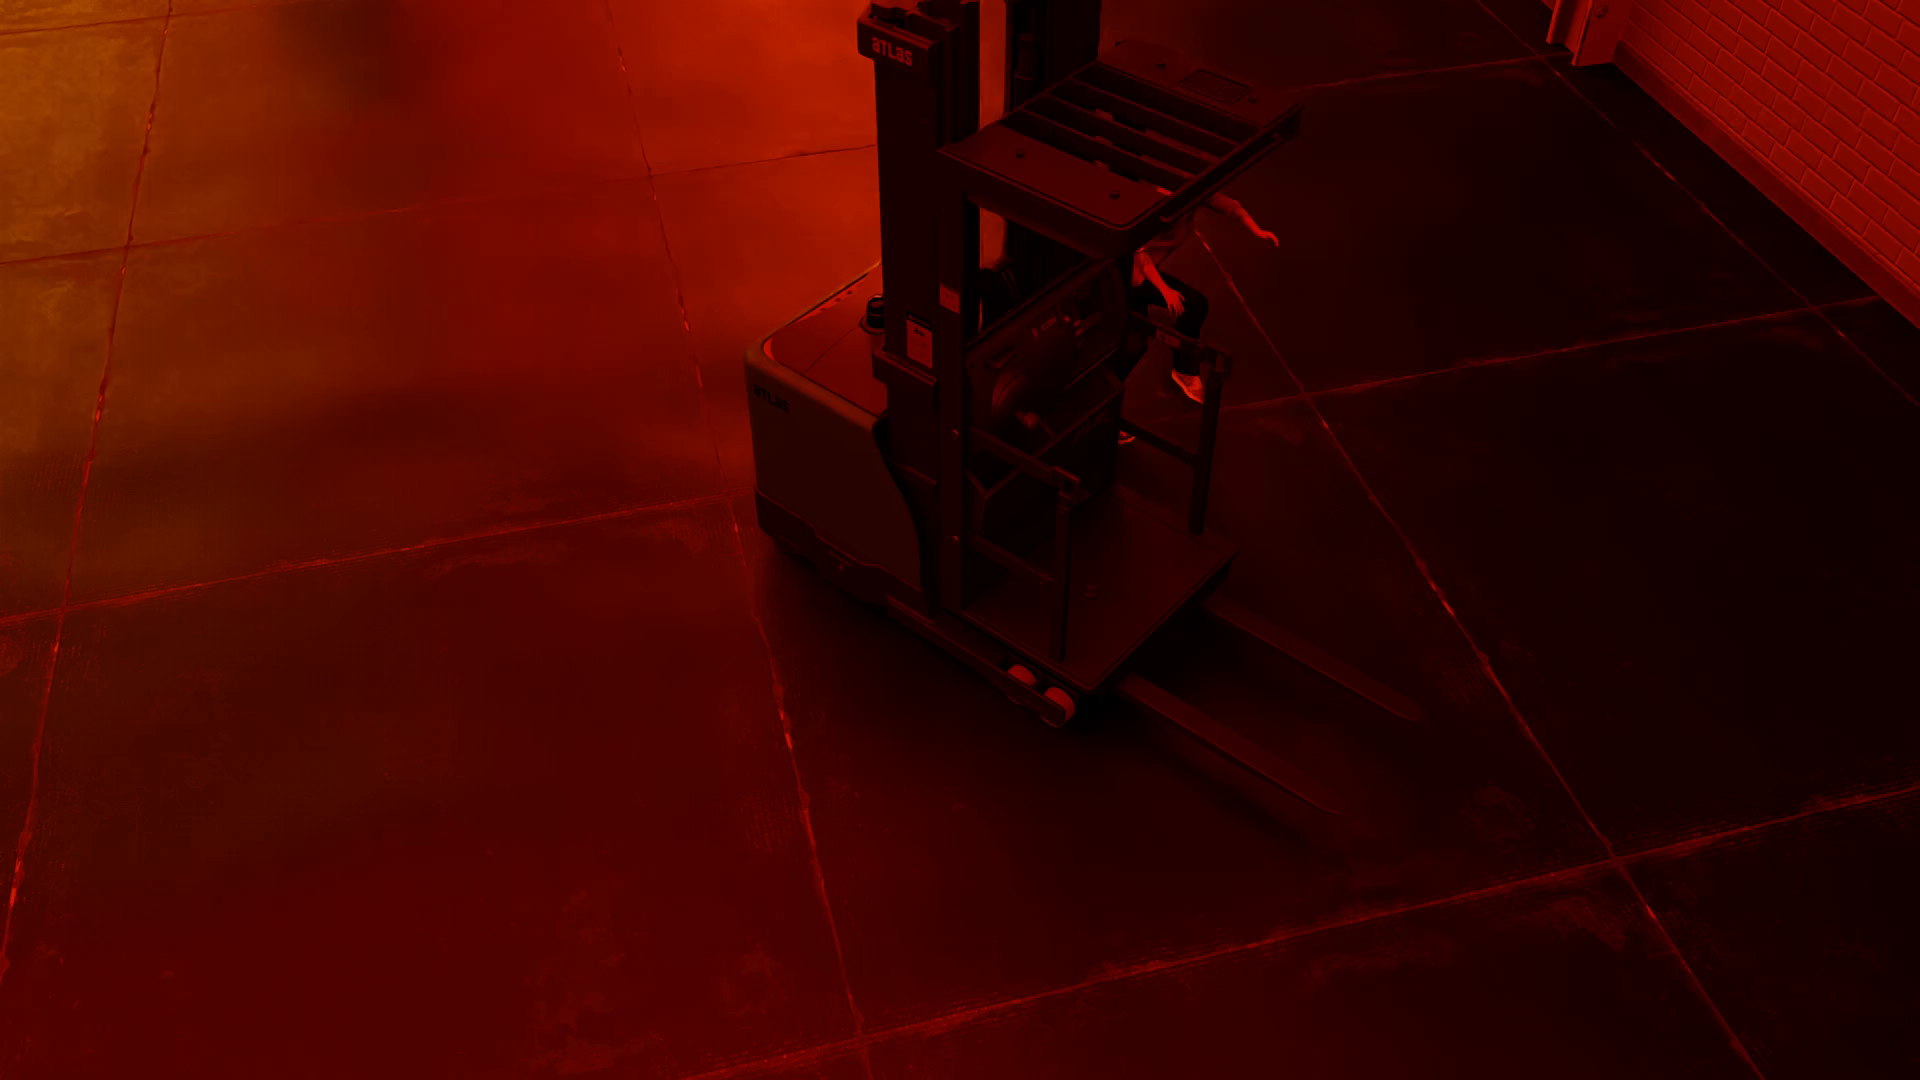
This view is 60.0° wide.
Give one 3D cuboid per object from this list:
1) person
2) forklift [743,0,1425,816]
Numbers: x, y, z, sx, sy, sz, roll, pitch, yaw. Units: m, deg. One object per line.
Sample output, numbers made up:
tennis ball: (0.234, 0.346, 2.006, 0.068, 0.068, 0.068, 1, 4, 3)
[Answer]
person: (1.075, -1.195, 8.041, 0.869, 1.348, 0.846, 4, 44, 5)
forklift: (0.508, -0.699, 6.385, 3.031, 2.935, 1.130, 30, 51, 28)
